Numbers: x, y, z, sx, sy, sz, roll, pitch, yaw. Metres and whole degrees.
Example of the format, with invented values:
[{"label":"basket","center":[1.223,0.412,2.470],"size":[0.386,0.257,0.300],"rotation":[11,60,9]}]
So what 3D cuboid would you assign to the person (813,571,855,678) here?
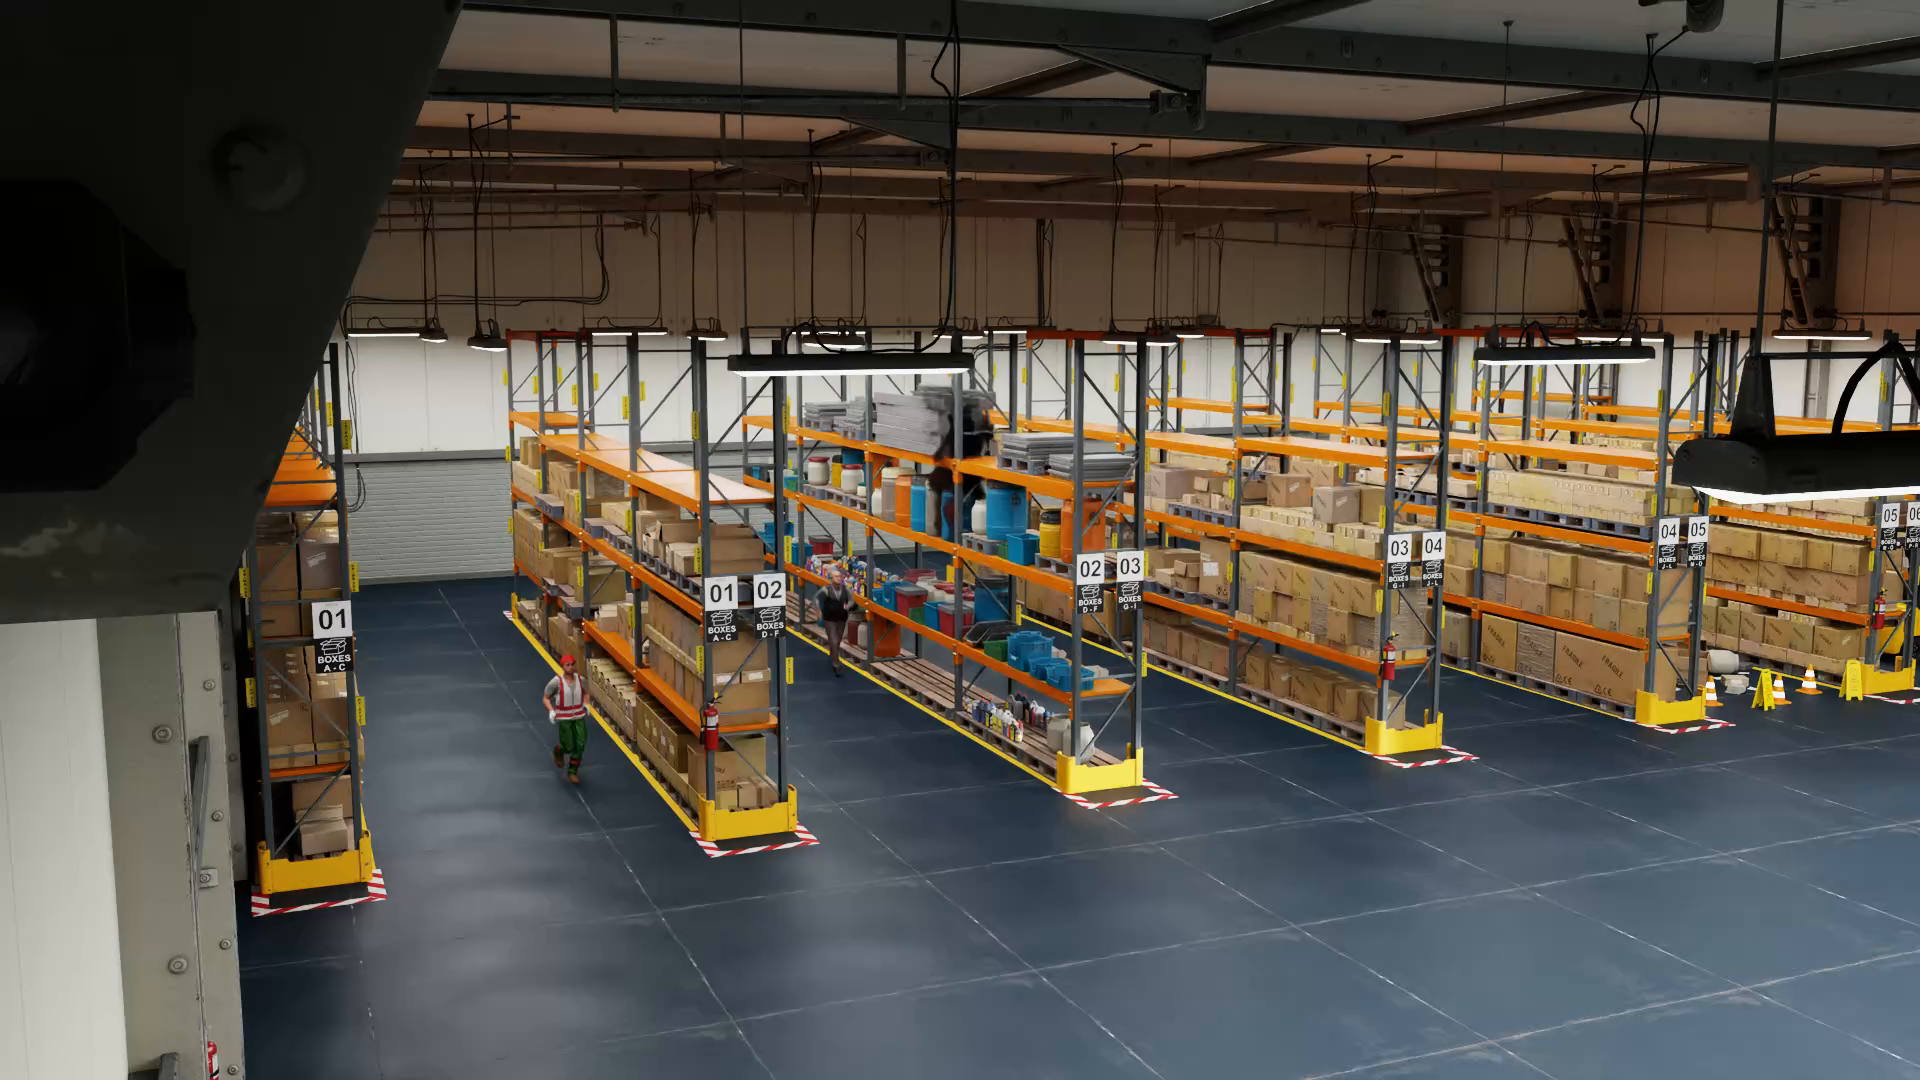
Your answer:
[{"label":"person","center":[-2.072,1.406,27.899],"size":[0.657,1.700,0.822],"rotation":[-4,9,-26]}]

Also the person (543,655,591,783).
[{"label":"person","center":[-5.309,2.412,22.605],"size":[0.657,1.743,0.605],"rotation":[-5,9,-34]}]
